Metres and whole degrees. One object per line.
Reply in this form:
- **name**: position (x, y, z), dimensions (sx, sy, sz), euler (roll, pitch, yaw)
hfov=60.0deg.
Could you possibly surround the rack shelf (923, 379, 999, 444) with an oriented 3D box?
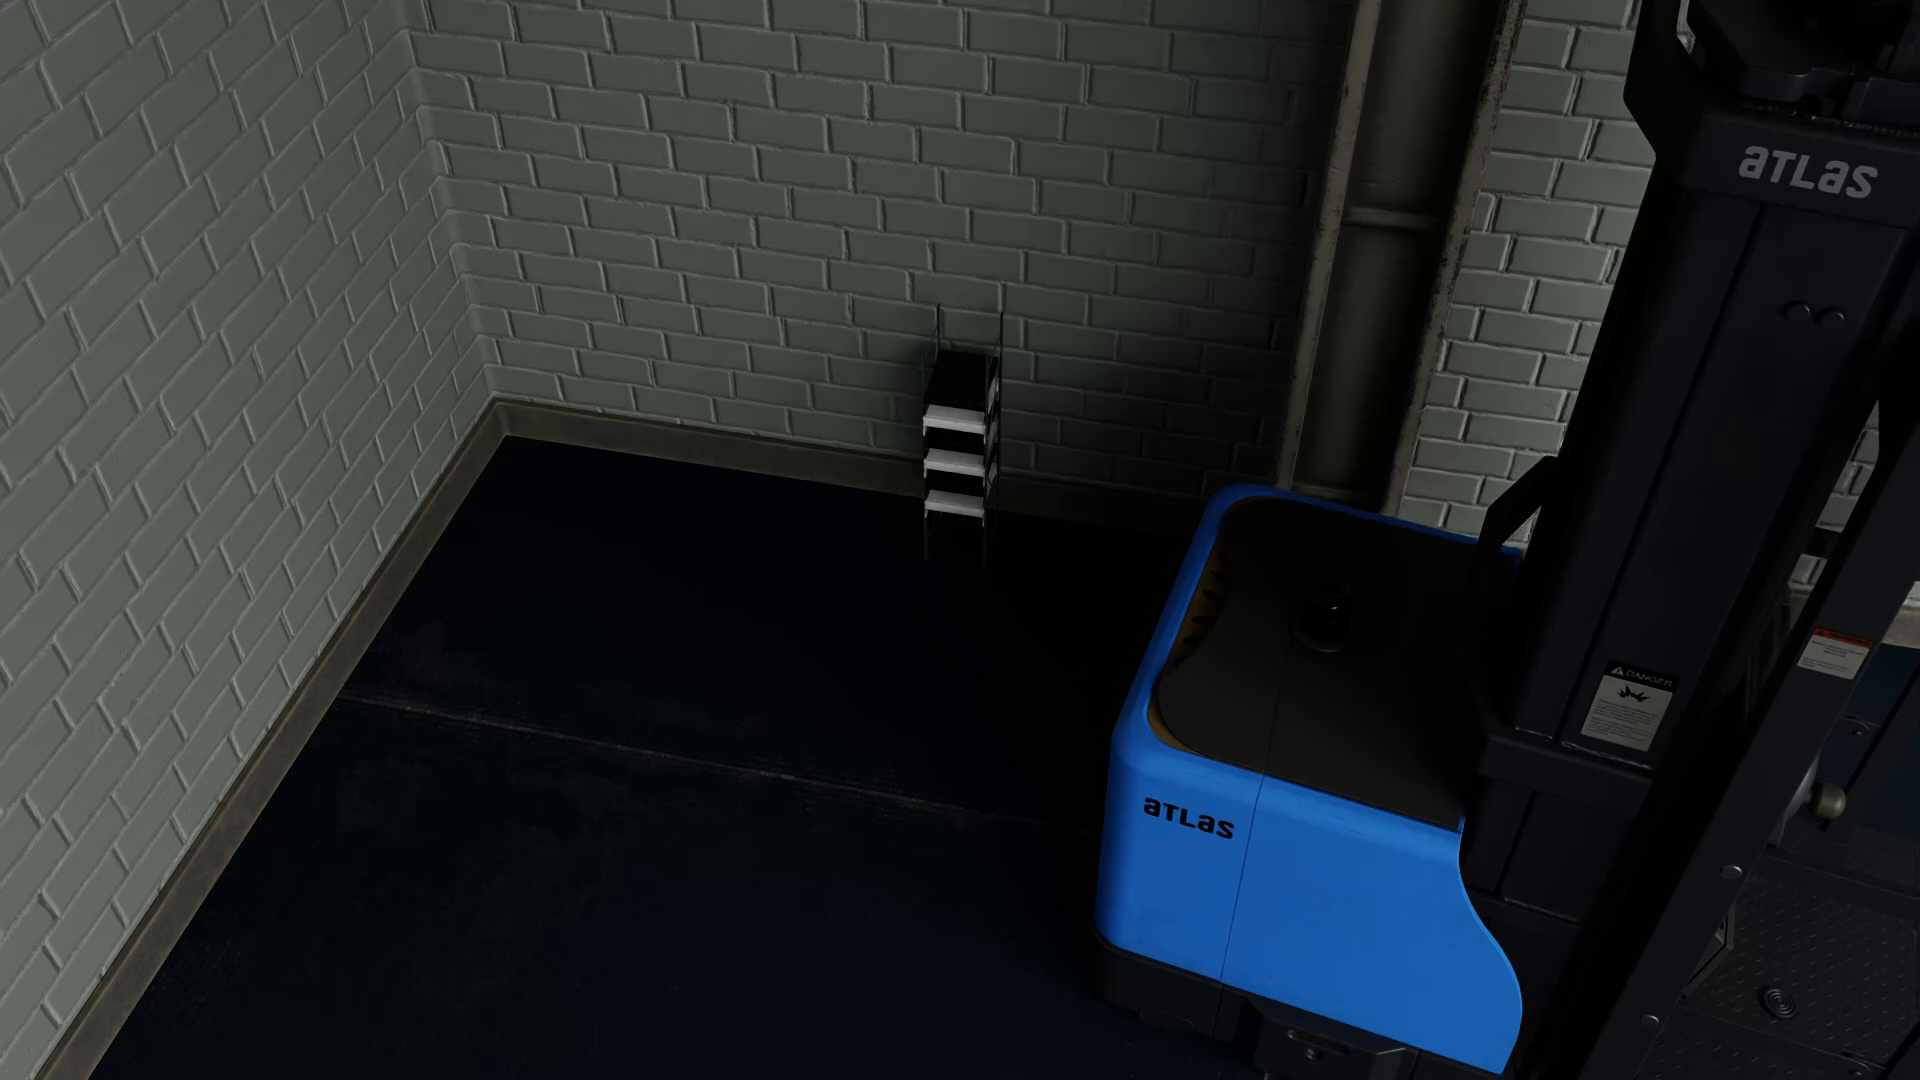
- **rack shelf**: position (0.008, -0.429, 5.335), dimensions (0.200, 0.077, 0.258), euler (9, 45, 9)

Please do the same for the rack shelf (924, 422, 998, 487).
- **rack shelf**: position (0.008, -0.299, 5.460), dimensions (0.200, 0.077, 0.258), euler (9, 45, 9)

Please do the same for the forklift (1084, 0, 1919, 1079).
- **forklift**: position (1.901, 0.232, 3.396), dimensions (3.031, 2.935, 1.130), euler (15, 46, 15)

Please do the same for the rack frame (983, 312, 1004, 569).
- **rack frame**: position (0.107, -0.308, 5.421), dimensions (0.006, 0.900, 0.240), euler (9, 45, 9)

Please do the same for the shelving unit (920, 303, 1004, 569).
- **shelving unit**: position (0.008, -0.323, 5.437), dimensions (0.210, 0.900, 0.258), euler (9, 45, 9)

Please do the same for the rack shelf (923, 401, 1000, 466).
- **rack shelf**: position (0.008, -0.364, 5.397), dimensions (0.200, 0.077, 0.258), euler (9, 45, 9)

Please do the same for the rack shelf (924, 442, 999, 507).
- **rack shelf**: position (0.008, -0.234, 5.522), dimensions (0.200, 0.077, 0.258), euler (9, 45, 9)

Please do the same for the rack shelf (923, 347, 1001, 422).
- **rack shelf**: position (0.008, -0.493, 5.273), dimensions (0.200, 0.077, 0.258), euler (9, 45, 9)

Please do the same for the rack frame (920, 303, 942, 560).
- **rack frame**: position (-0.091, -0.338, 5.453), dimensions (0.006, 0.900, 0.240), euler (9, 45, 9)

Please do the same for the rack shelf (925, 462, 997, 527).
- **rack shelf**: position (0.008, -0.169, 5.585), dimensions (0.200, 0.077, 0.258), euler (9, 45, 9)
